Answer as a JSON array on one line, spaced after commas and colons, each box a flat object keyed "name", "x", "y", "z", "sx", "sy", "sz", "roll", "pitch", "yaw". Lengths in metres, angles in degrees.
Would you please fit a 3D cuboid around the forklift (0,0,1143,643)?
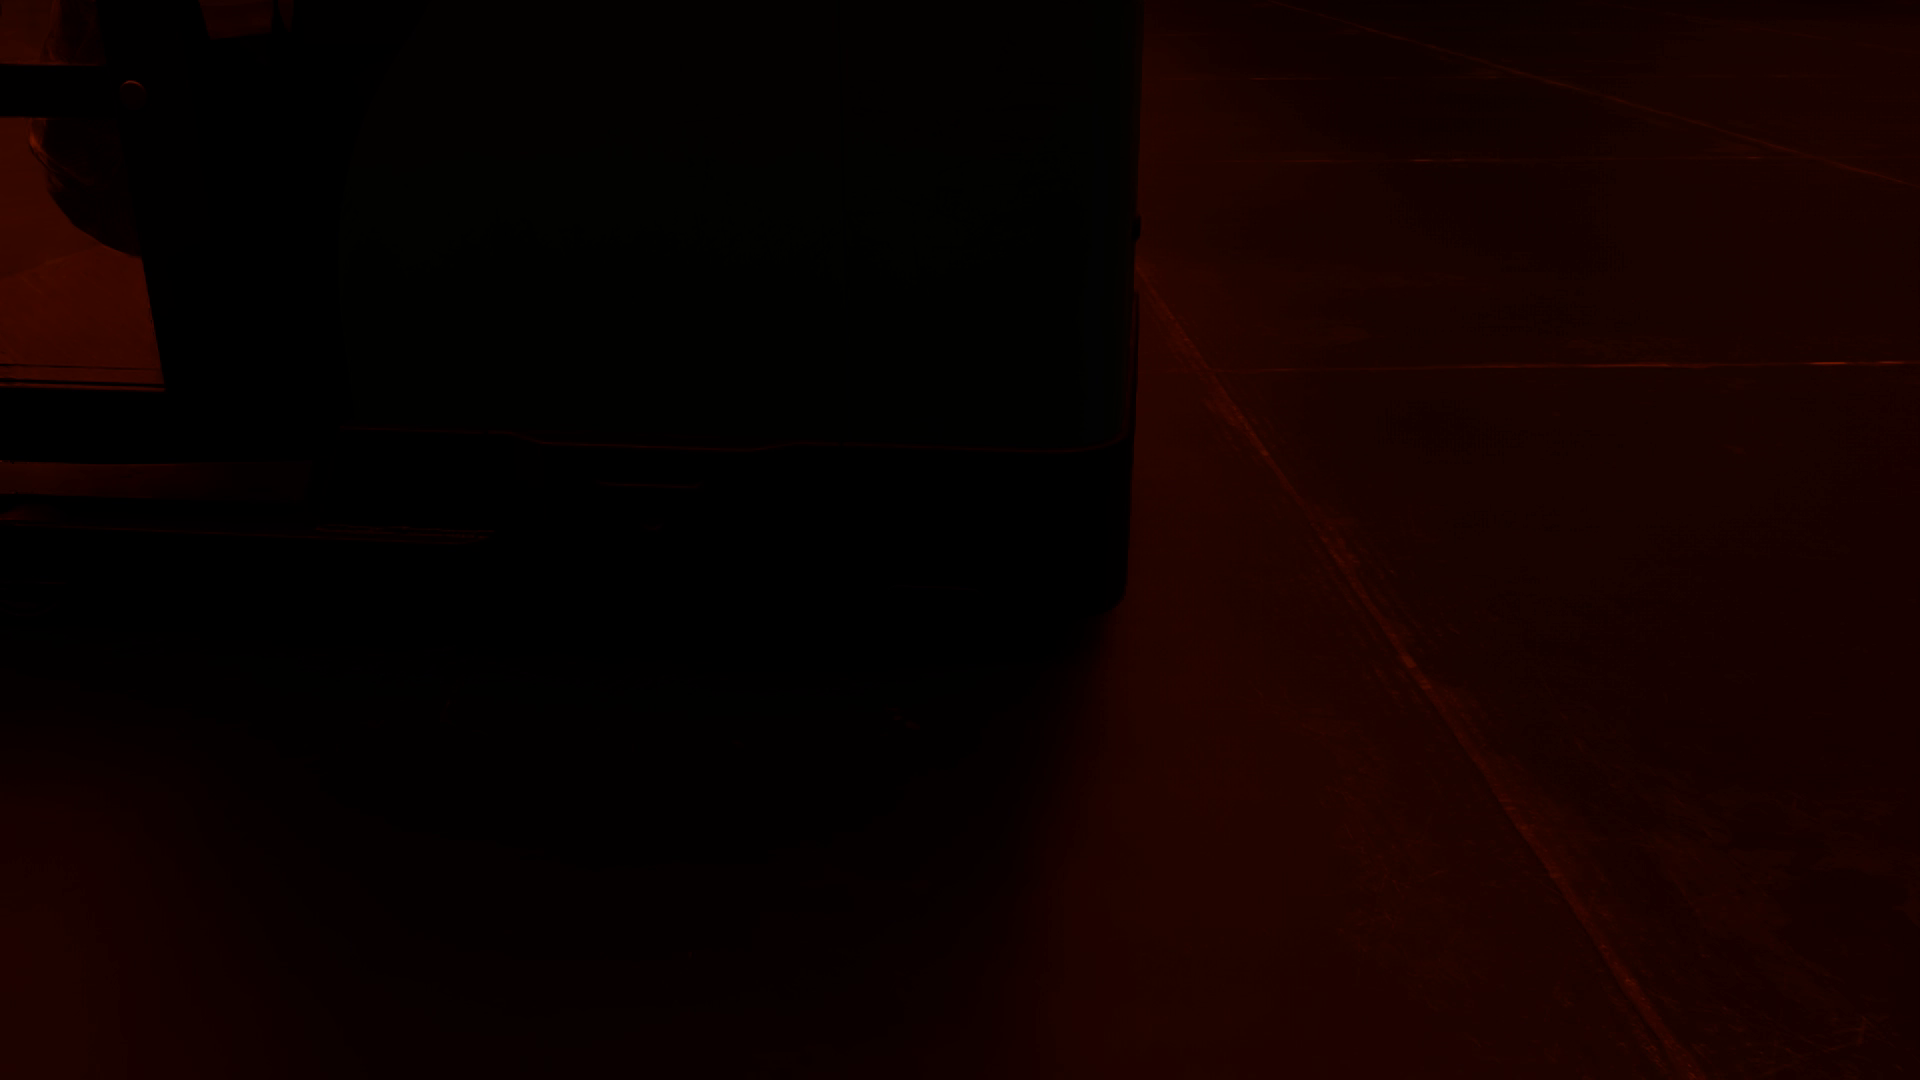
[{"name": "forklift", "x": -1.226, "y": -1.439, "z": 2.391, "sx": 3.031, "sy": 2.935, "sz": 1.130, "roll": 2, "pitch": 22, "yaw": 6}]

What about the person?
[{"name": "person", "x": -1.040, "y": -0.937, "z": 2.435, "sx": 0.721, "sy": 1.514, "sz": 0.819, "roll": 19, "pitch": 28, "yaw": 40}]
